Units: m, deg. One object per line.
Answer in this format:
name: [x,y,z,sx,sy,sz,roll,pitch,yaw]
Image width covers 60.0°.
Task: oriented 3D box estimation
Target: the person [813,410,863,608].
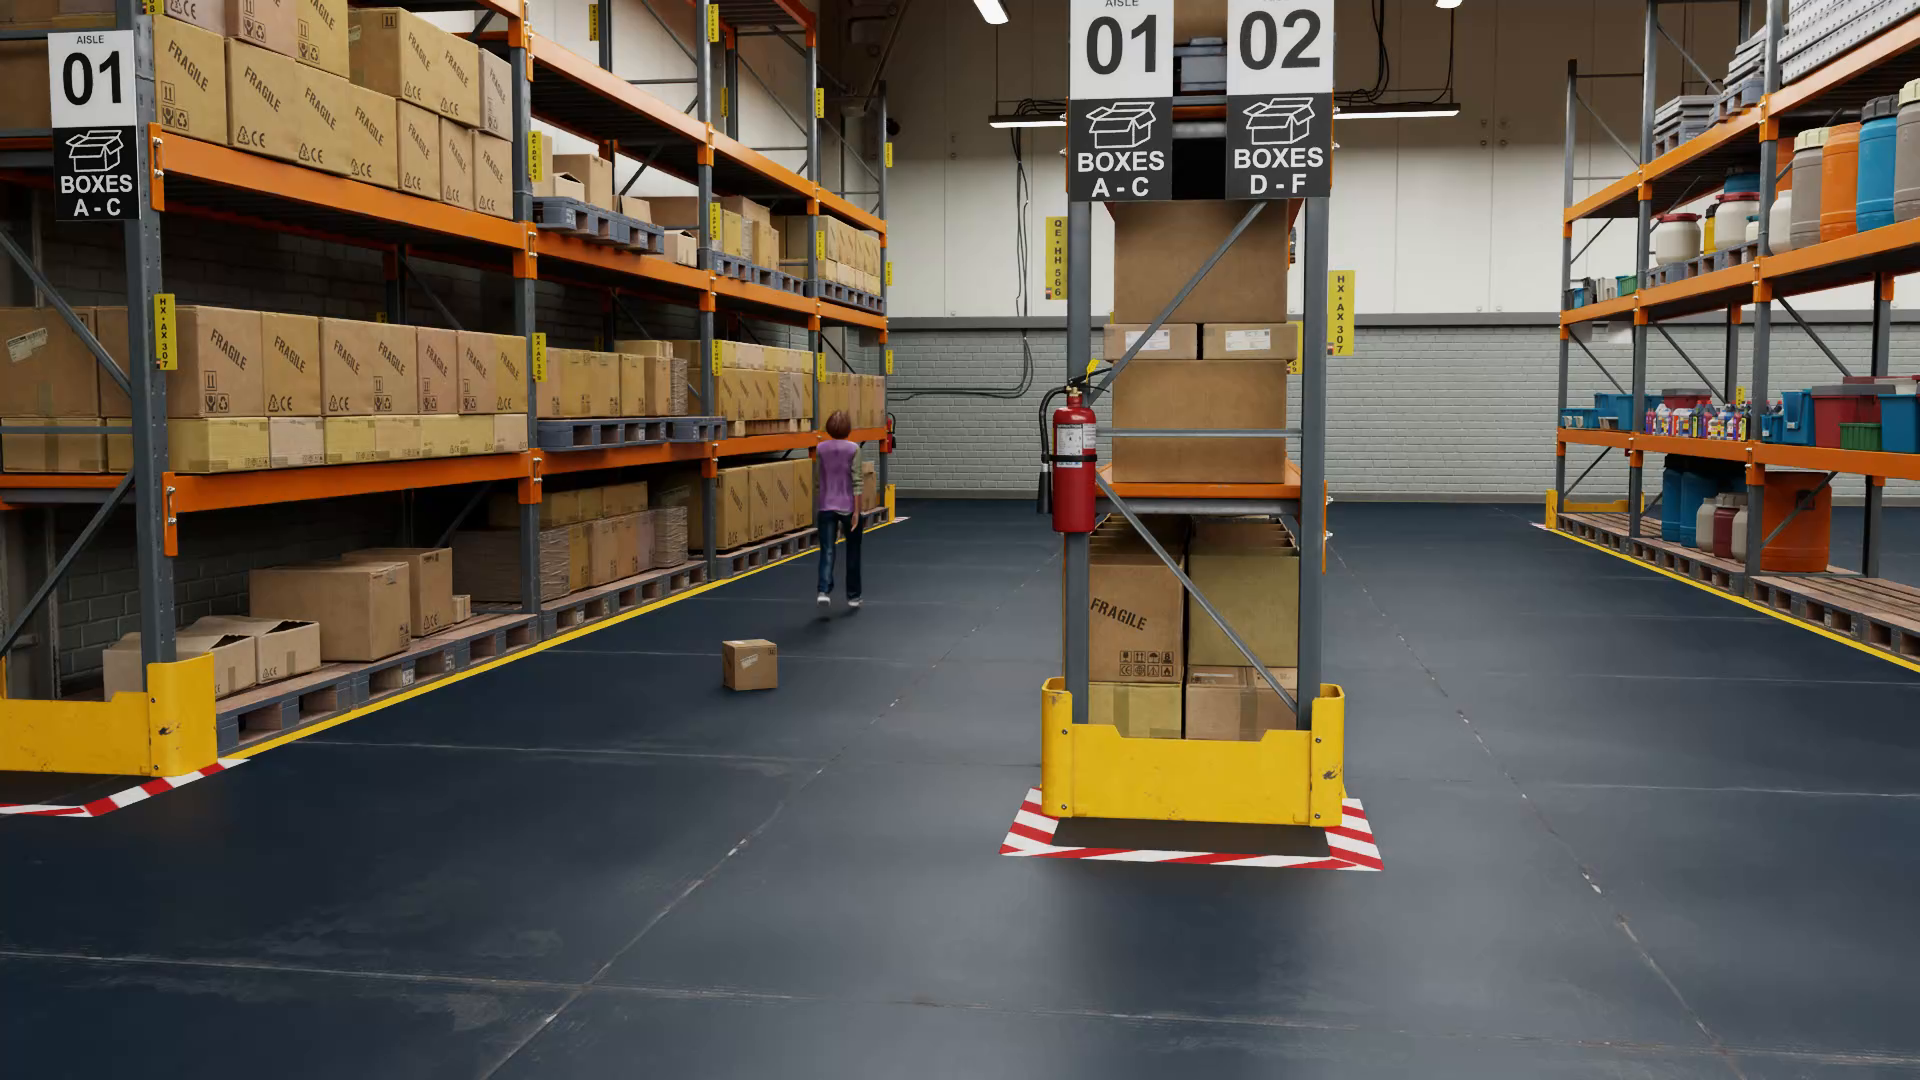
person: [-0.945,-0.234,12.918,0.410,1.546,0.936,0,5,2]
